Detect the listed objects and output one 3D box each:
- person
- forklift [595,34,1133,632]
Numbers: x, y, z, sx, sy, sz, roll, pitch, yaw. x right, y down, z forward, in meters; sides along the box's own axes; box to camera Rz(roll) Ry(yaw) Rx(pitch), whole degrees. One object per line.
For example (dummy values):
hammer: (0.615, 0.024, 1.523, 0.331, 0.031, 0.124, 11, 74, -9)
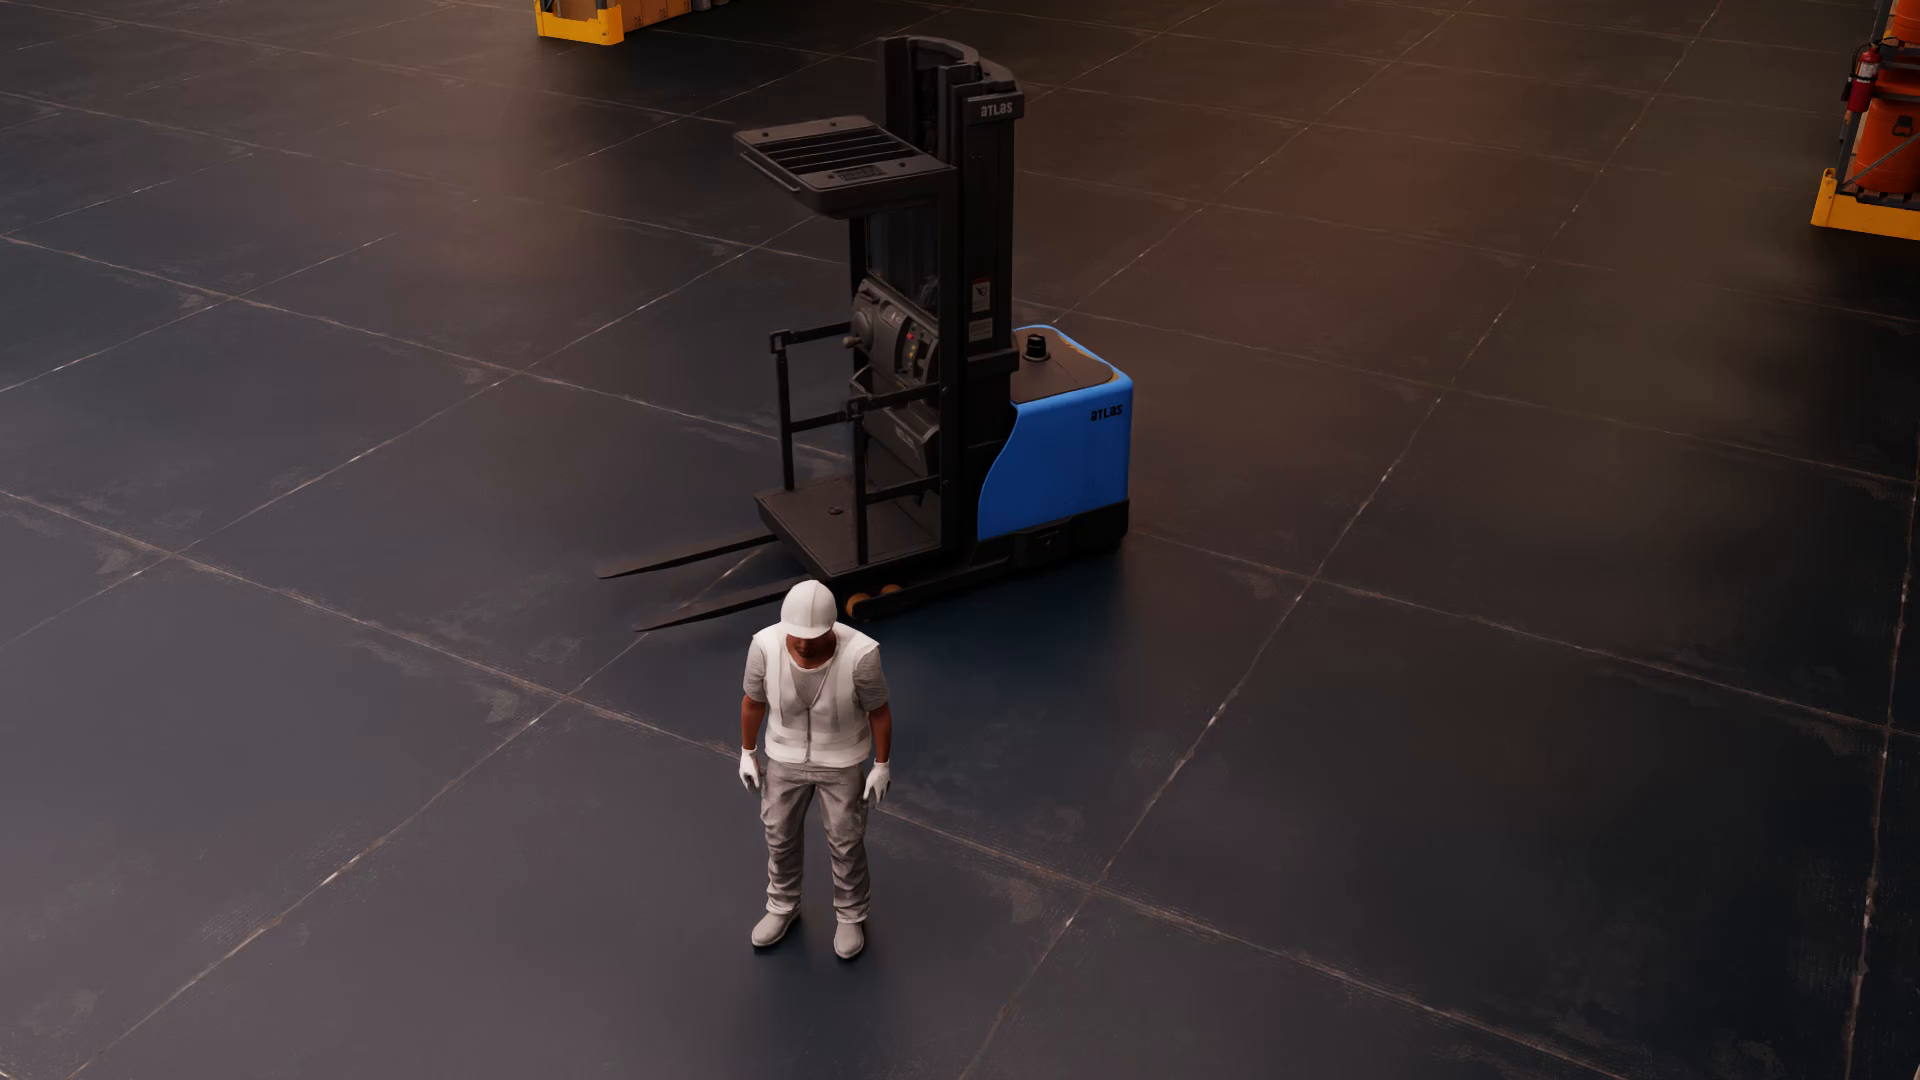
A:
person: (-0.583, 0.898, 6.677, 0.619, 1.772, 0.450, 4, 30, 7)
forklift: (-0.540, -1.110, 8.993, 3.031, 2.935, 1.130, -15, 33, -25)
